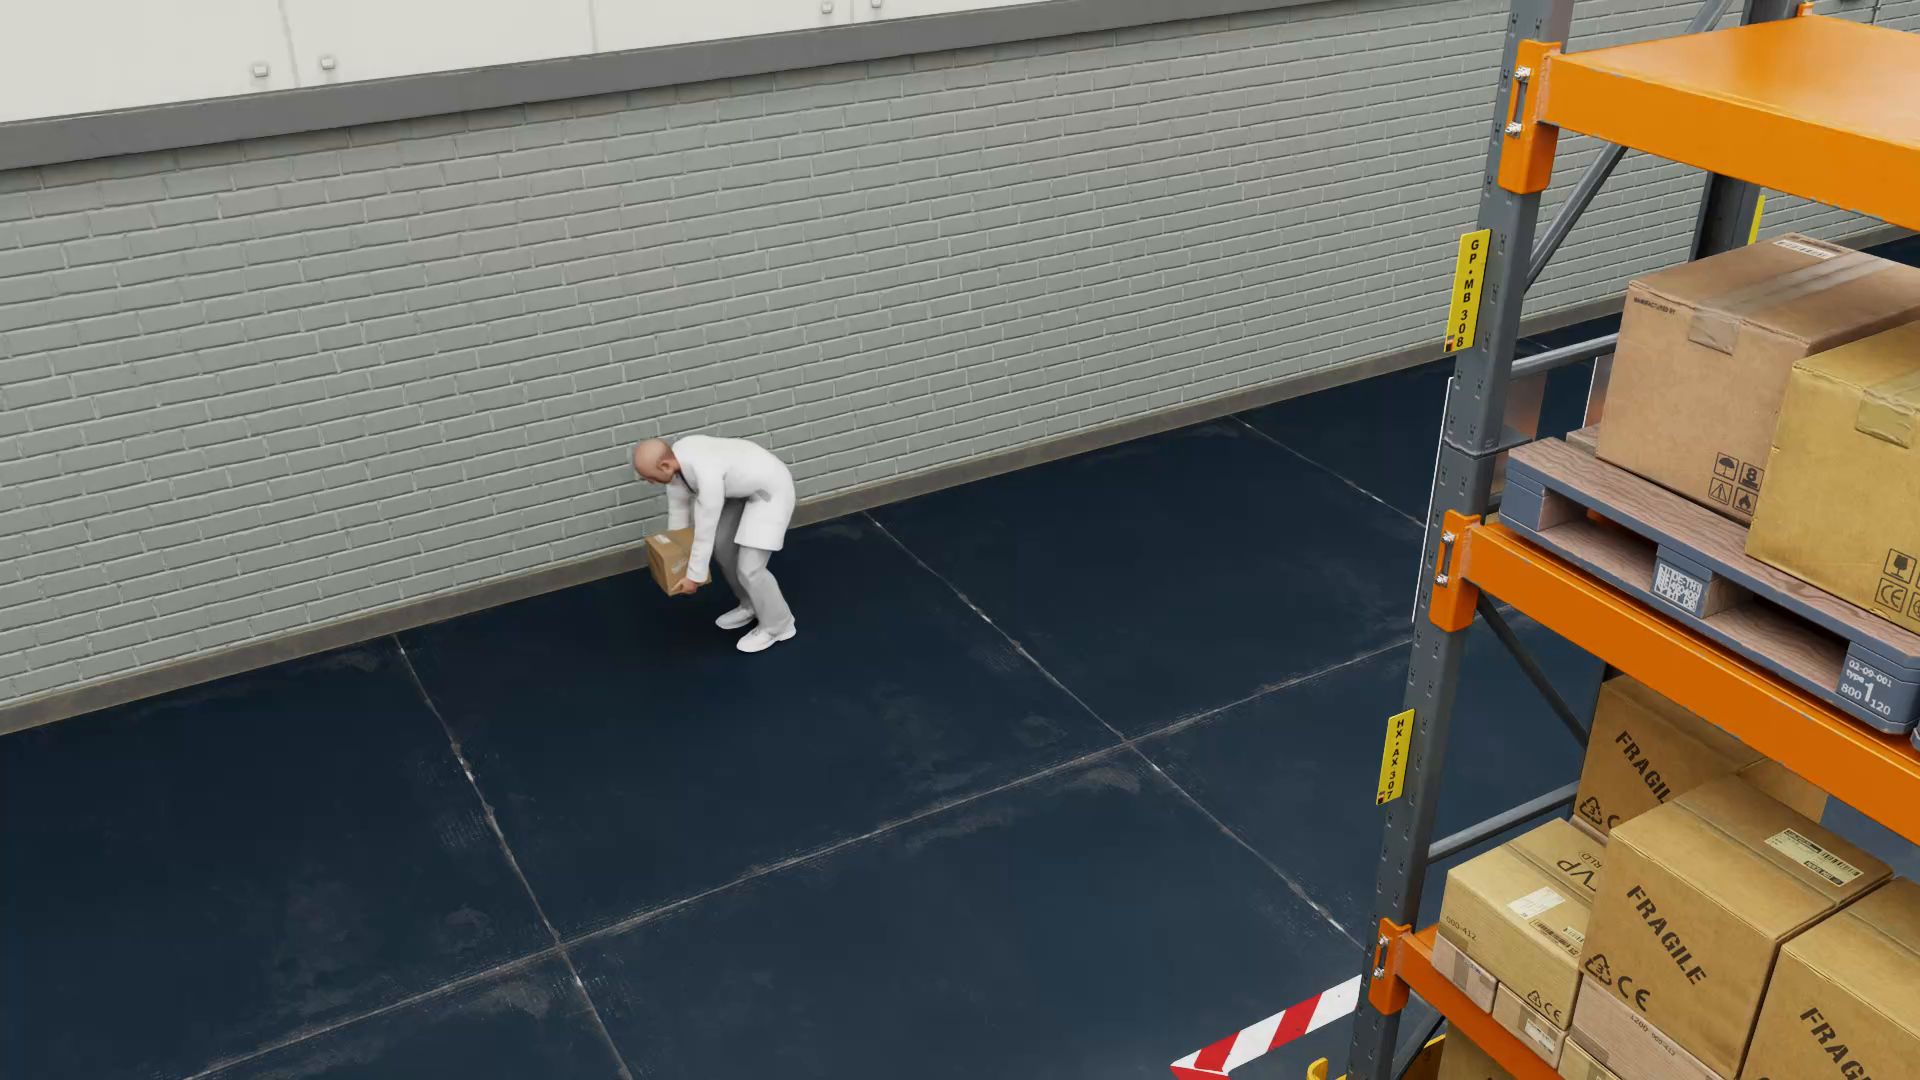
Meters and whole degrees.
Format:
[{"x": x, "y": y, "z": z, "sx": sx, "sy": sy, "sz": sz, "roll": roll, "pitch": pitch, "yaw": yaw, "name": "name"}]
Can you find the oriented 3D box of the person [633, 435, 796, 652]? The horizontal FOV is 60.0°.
[{"x": -1.327, "y": -0.015, "z": 9.090, "sx": 0.890, "sy": 1.324, "sz": 0.537, "roll": -17, "pitch": 33, "yaw": -28, "name": "person"}]
